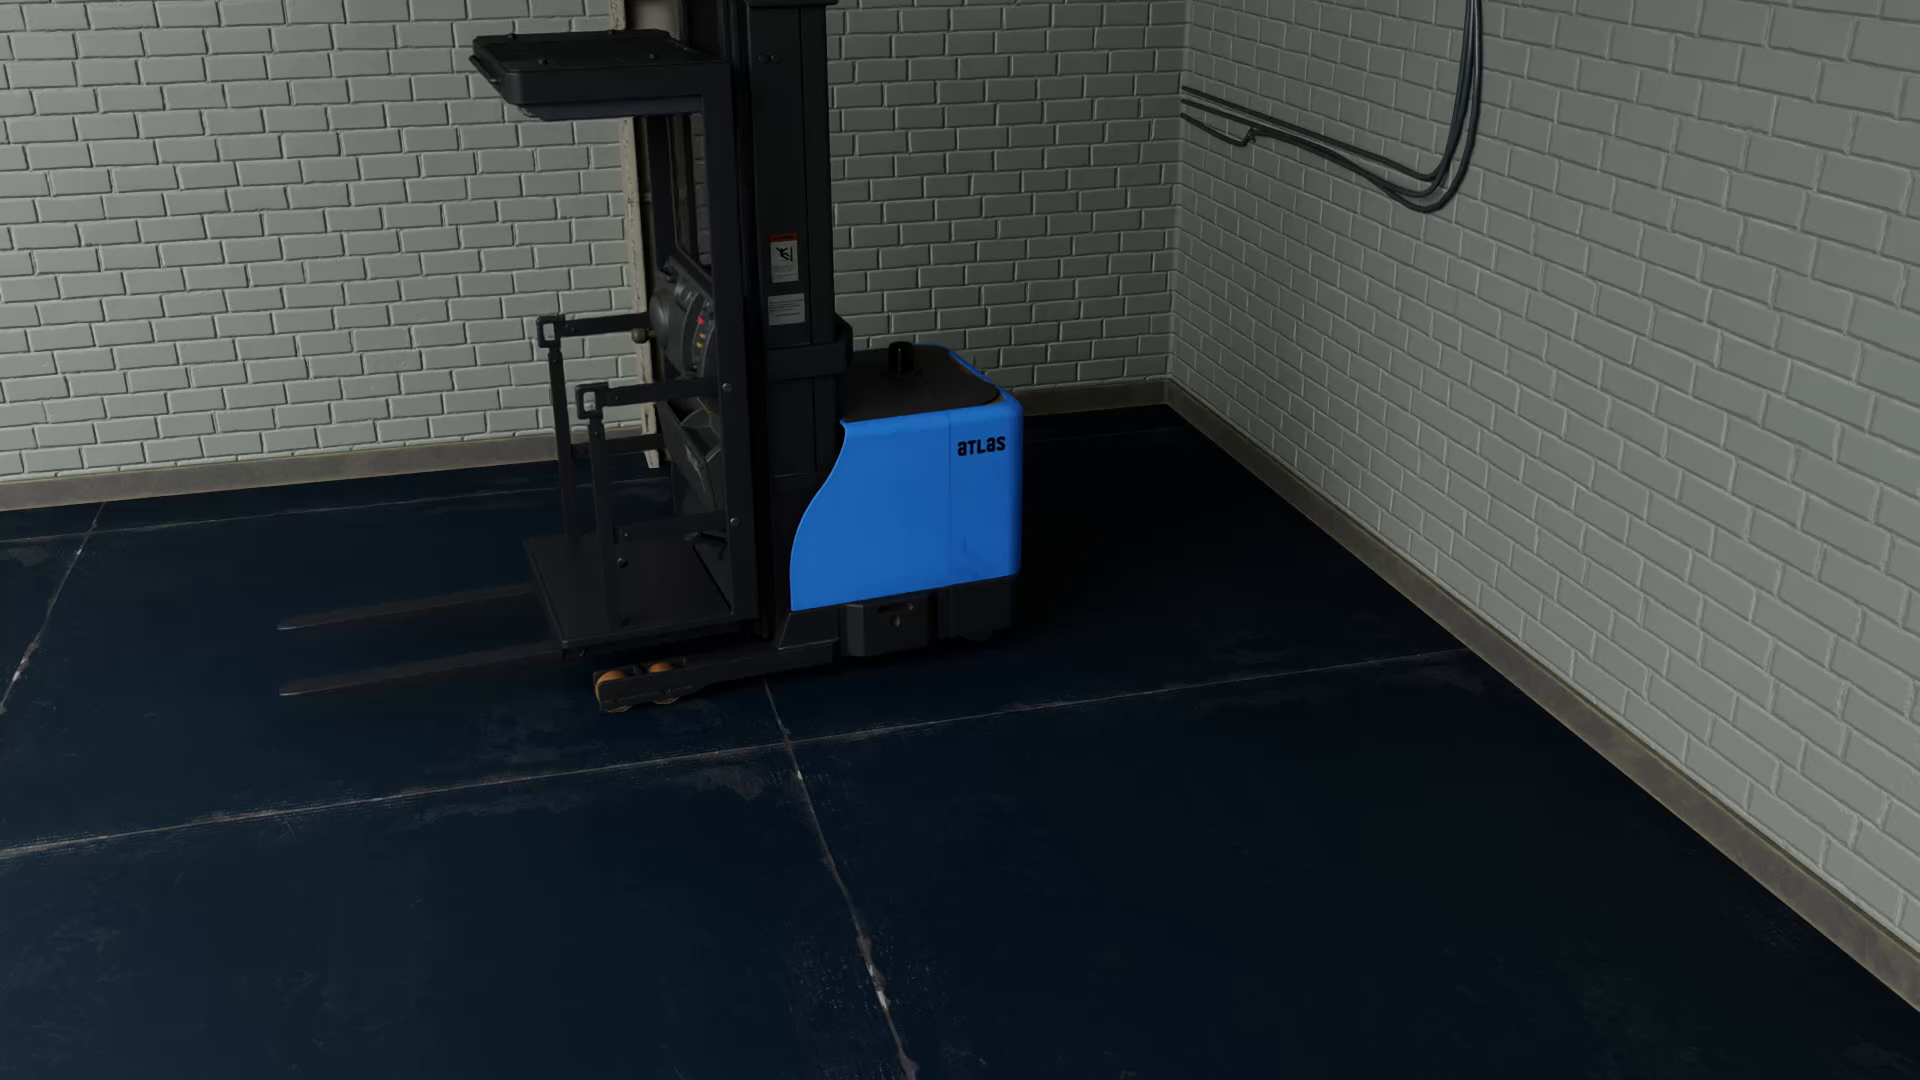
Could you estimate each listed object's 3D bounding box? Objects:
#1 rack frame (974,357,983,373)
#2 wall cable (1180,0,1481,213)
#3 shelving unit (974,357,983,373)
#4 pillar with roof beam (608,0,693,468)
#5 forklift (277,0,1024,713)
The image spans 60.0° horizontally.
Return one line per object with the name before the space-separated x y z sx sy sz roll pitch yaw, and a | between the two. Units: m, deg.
rack frame | 0.087 -0.424 8.097 0.006 0.900 0.240 -3 23 -8
wall cable | 1.631 -2.996 7.758 0.112 2.526 3.097 -6 24 -14
shelving unit | -0.013 -0.418 8.083 0.210 0.900 0.258 -3 23 -8
pillar with roof beam | -0.400 -2.977 3.775 0.400 9.000 9.100 -6 24 -14
forklift | -1.292 -0.892 6.611 3.031 2.935 1.130 -9 25 -20
